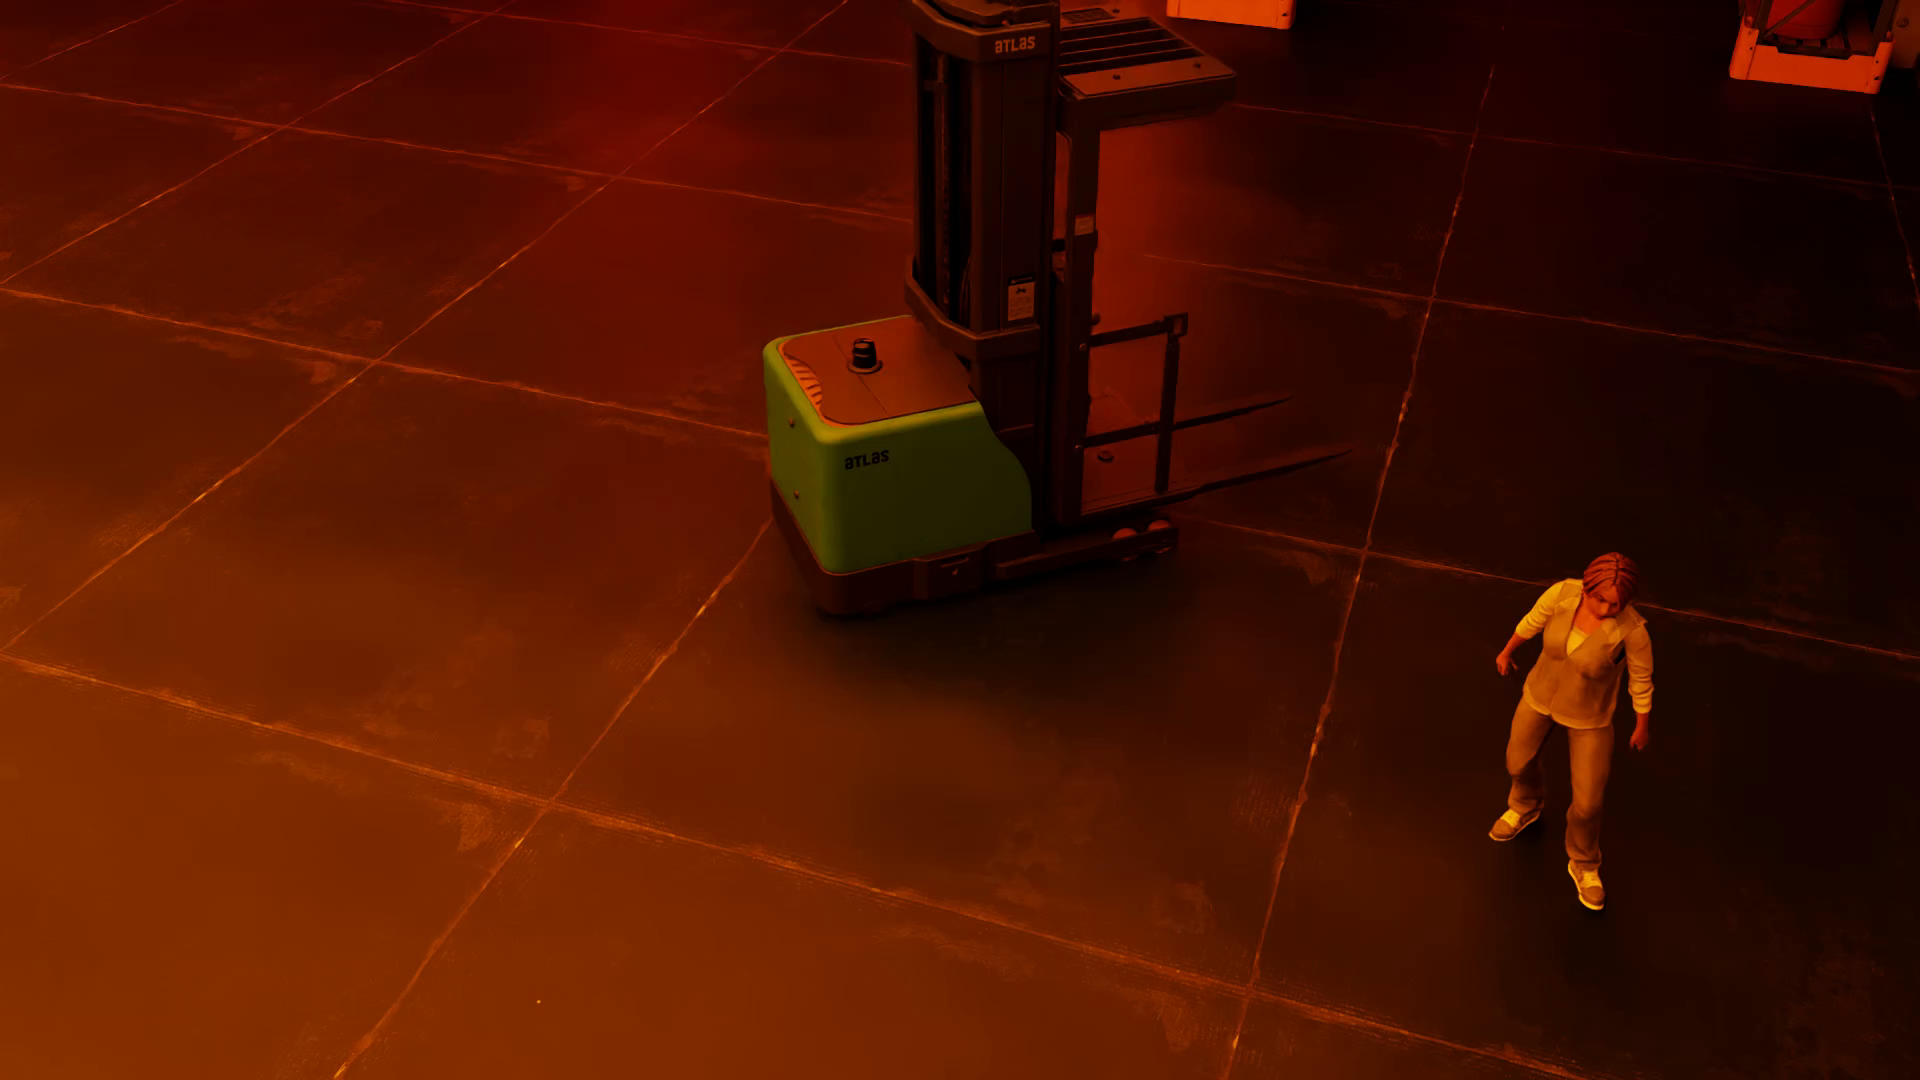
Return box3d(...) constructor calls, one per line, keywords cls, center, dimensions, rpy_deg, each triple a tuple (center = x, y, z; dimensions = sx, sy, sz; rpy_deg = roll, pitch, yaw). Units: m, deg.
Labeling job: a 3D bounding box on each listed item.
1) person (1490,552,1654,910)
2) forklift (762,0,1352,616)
box3d(cls="person", center=(2.364, 0.649, 6.404), dimensions=(0.402, 1.568, 0.731), rpy_deg=(-28, 44, -34))
box3d(cls="forklift", center=(0.584, -1.360, 8.029), dimensions=(3.031, 2.935, 1.130), rpy_deg=(-13, 37, -17))
